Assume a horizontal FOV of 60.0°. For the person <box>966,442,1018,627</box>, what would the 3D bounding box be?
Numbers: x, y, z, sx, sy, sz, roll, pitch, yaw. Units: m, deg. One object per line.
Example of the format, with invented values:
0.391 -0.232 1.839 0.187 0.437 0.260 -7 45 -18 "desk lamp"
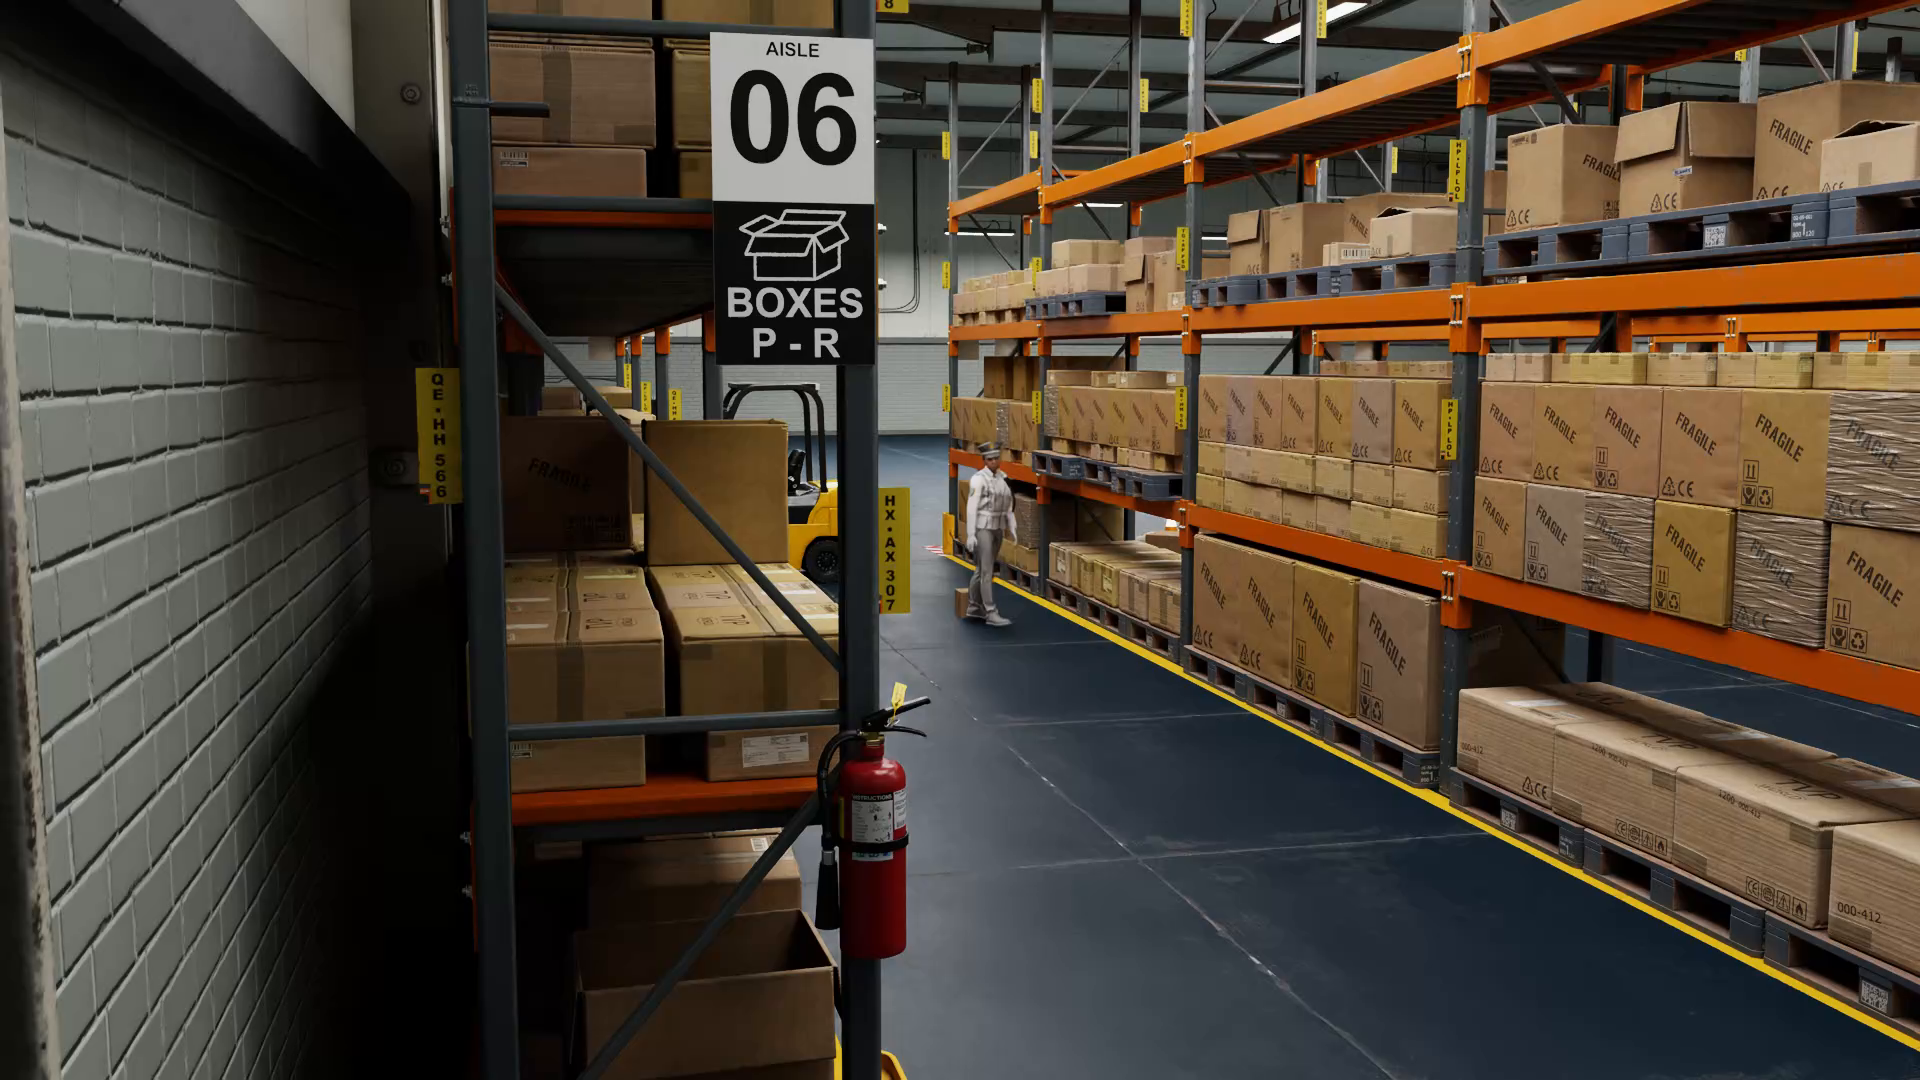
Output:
0.275 -0.067 15.095 0.642 1.649 0.530 5 8 37 "person"
